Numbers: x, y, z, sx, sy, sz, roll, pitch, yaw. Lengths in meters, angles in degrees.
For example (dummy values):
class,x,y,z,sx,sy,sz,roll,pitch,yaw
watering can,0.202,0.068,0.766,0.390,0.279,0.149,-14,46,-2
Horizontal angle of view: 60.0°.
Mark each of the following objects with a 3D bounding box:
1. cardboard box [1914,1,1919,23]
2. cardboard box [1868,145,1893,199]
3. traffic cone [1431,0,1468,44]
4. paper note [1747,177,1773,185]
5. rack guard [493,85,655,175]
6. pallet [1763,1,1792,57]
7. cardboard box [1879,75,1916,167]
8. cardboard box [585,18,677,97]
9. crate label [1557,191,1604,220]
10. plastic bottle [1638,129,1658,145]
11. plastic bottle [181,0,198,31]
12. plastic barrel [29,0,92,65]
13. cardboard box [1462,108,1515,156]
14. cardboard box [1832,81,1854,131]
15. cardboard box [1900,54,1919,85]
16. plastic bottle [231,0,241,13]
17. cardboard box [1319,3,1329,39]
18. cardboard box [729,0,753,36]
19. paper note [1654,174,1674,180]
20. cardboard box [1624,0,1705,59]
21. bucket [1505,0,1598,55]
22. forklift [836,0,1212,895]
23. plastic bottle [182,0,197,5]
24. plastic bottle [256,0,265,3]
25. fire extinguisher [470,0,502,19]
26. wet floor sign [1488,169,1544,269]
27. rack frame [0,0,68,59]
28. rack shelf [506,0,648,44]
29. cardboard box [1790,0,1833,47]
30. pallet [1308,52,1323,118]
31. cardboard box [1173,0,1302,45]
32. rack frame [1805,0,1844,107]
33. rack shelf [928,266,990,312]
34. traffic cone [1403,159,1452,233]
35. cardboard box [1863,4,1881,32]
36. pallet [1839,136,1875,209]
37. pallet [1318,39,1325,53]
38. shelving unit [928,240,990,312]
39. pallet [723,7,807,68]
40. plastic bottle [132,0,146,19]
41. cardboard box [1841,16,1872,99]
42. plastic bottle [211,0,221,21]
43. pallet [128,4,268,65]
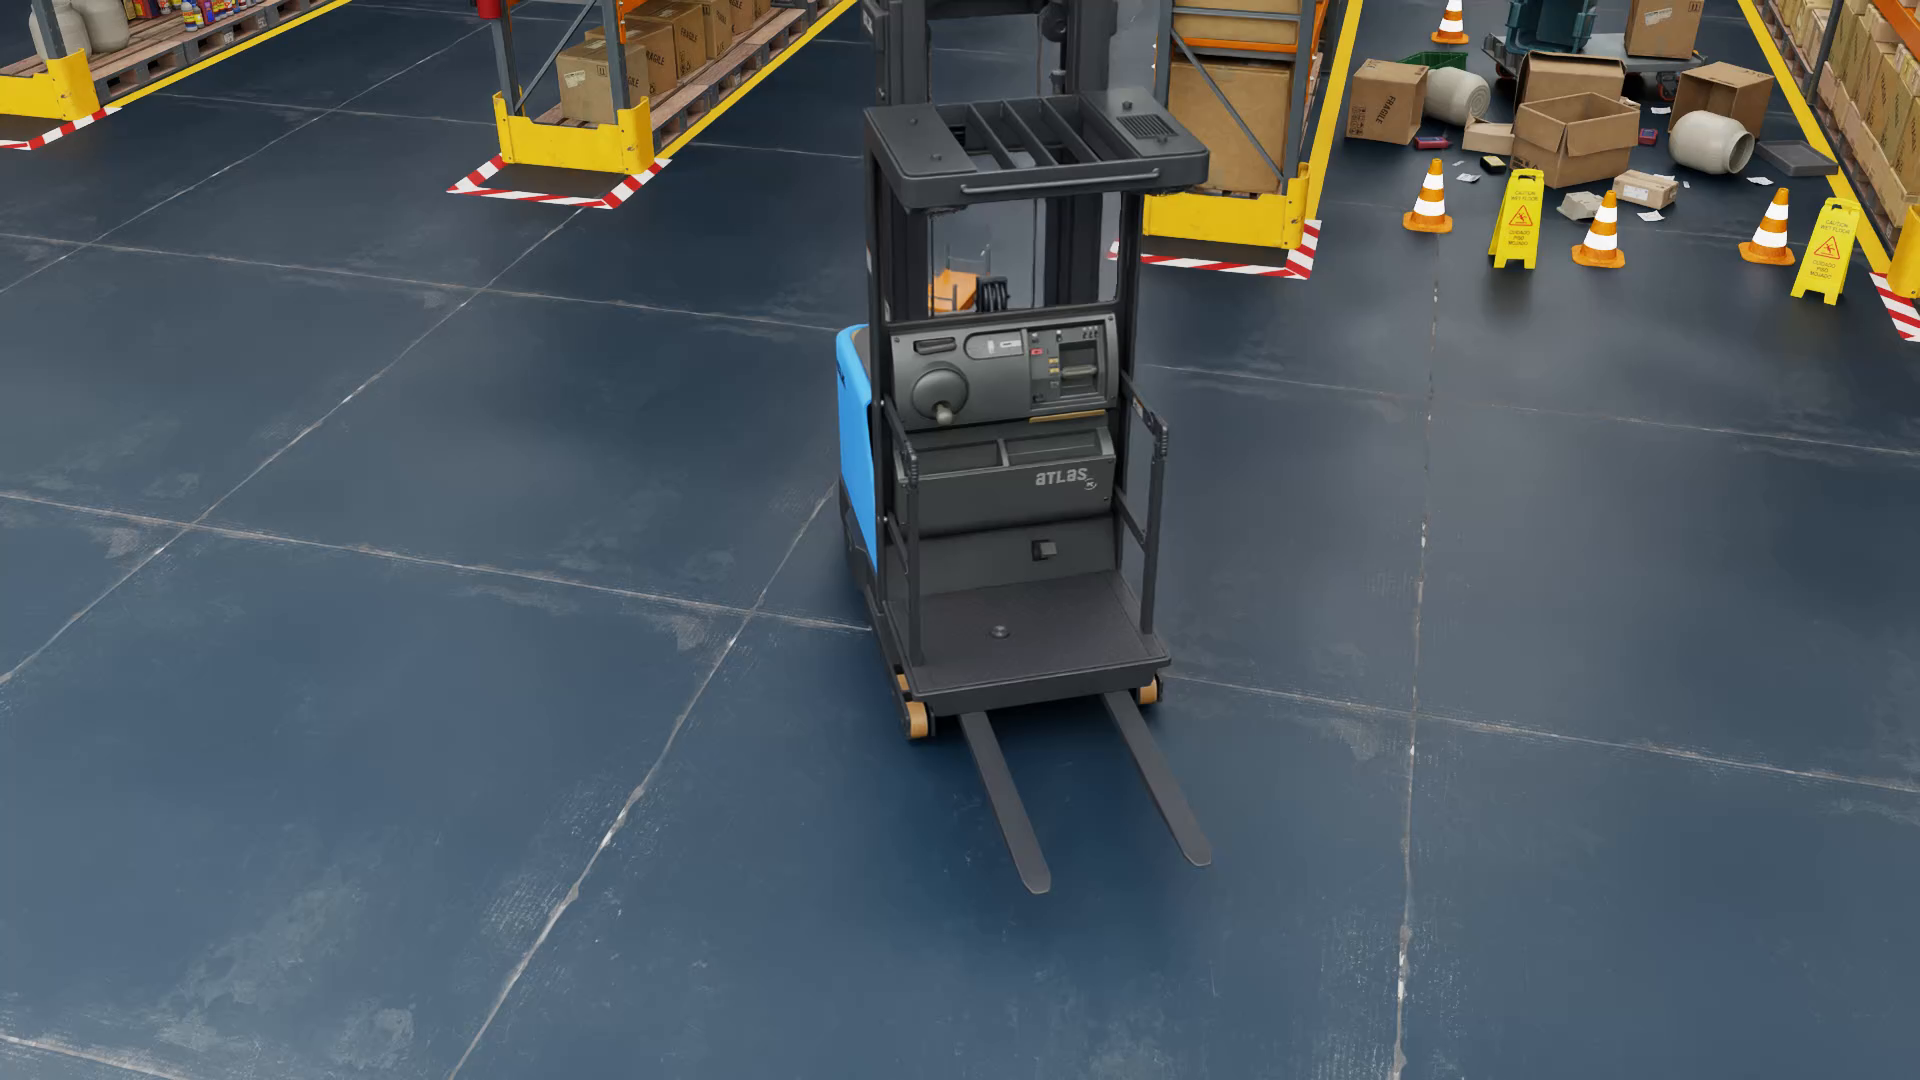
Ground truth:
class,x,y,z,sx,sy,sz,roll,pitch,yaw
cardboard box,6.762,-3.596,11.346,0.380,0.149,0.250,8,33,12
cardboard box,6.701,-2.547,11.632,0.500,0.250,0.500,8,33,13
traffic cone,4.620,-4.923,15.563,0.336,0.463,0.334,8,33,12
paper note,6.005,-2.699,12.467,0.142,0.019,0.148,-3,33,-4
rack guard,-2.949,-3.140,12.723,1.175,0.500,0.348,8,33,12
pallet,8.136,-4.744,15.516,1.003,0.211,1.213,8,33,12
cardboard box,6.698,-2.862,11.428,0.500,0.500,0.500,9,34,14
cardboard box,-2.675,-3.914,13.550,0.500,0.500,0.500,17,36,25
crate label,4.458,-2.388,11.878,0.250,0.136,0.298,-8,33,-13
plastic bottle,5.491,-3.227,13.270,0.133,0.061,0.283,14,35,21
plastic bottle,-6.997,-4.762,15.078,0.097,0.271,0.097,0,32,0
plastic barrel,-7.666,-4.309,14.159,0.421,0.512,0.421,0,32,0
cardboard box,4.164,-3.207,13.047,0.396,0.266,0.258,14,35,21
cardboard box,7.097,-3.351,12.896,0.500,0.250,0.500,10,34,15
cardboard box,6.664,-3.194,11.346,0.380,0.149,0.250,9,33,13
plastic bottle,-6.834,-5.097,15.605,0.097,0.271,0.097,0,32,0
cardboard box,2.889,-5.065,15.128,1.050,0.750,0.750,8,33,12
cardboard box,-2.231,-4.853,15.026,0.500,0.500,0.500,19,37,27
paper note,5.293,-2.730,12.527,0.148,0.019,0.142,20,38,29
cardboard box,5.903,-4.373,13.957,0.500,0.500,0.500,8,33,12
bucket,5.014,-4.379,13.976,0.726,0.611,0.620,20,28,29
forklift,0.237,-0.630,6.509,1.130,2.935,3.031,-7,33,-11
plastic bottle,-7.356,-5.253,15.847,0.152,0.276,0.135,8,33,12
plastic bottle,-6.759,-5.332,15.901,0.144,0.351,0.185,8,33,12
fire extinguisher,-3.443,-4.126,12.016,0.296,0.674,0.183,8,33,12
wet floor sign,3.712,-2.149,11.030,0.267,0.644,0.232,3,33,4
rack frame,-7.759,-4.830,13.051,1.000,3.000,0.127,8,33,12
rack shelf,-2.461,-4.890,13.816,1.077,0.370,4.000,8,33,12
cardboard box,7.942,-4.596,14.742,0.950,0.372,0.625,10,34,15
pallet,2.550,-3.943,14.255,1.003,0.211,1.213,8,33,12
cardboard box,1.854,-3.690,11.118,0.875,0.550,0.550,8,33,12
rack frame,7.632,-4.882,13.133,1.000,3.000,0.127,8,33,12
rack shelf,-0.048,-1.189,8.270,0.258,0.148,0.480,11,34,17
traffic cone,3.312,-2.439,11.656,0.336,0.463,0.334,8,33,12
cardboard box,7.003,-3.896,12.450,0.380,0.149,0.250,9,34,14
pallet,7.189,-2.717,12.326,1.003,0.211,1.213,8,33,12
pallet,2.942,-4.737,15.505,1.003,0.211,1.213,8,33,12
shelving unit,-0.048,-0.857,8.480,0.258,1.200,0.503,11,34,17
pallet,-2.089,-4.701,15.448,1.003,0.211,1.213,8,33,12
plastic bottle,-7.626,-5.006,15.457,0.152,0.276,0.135,8,33,13
cardboard box,7.097,-3.666,12.694,0.500,0.500,0.500,9,34,14
plastic bottle,-6.910,-4.940,15.358,0.097,0.271,0.097,0,32,0
pallet,-7.262,-4.751,15.526,1.003,0.211,1.213,8,33,12
